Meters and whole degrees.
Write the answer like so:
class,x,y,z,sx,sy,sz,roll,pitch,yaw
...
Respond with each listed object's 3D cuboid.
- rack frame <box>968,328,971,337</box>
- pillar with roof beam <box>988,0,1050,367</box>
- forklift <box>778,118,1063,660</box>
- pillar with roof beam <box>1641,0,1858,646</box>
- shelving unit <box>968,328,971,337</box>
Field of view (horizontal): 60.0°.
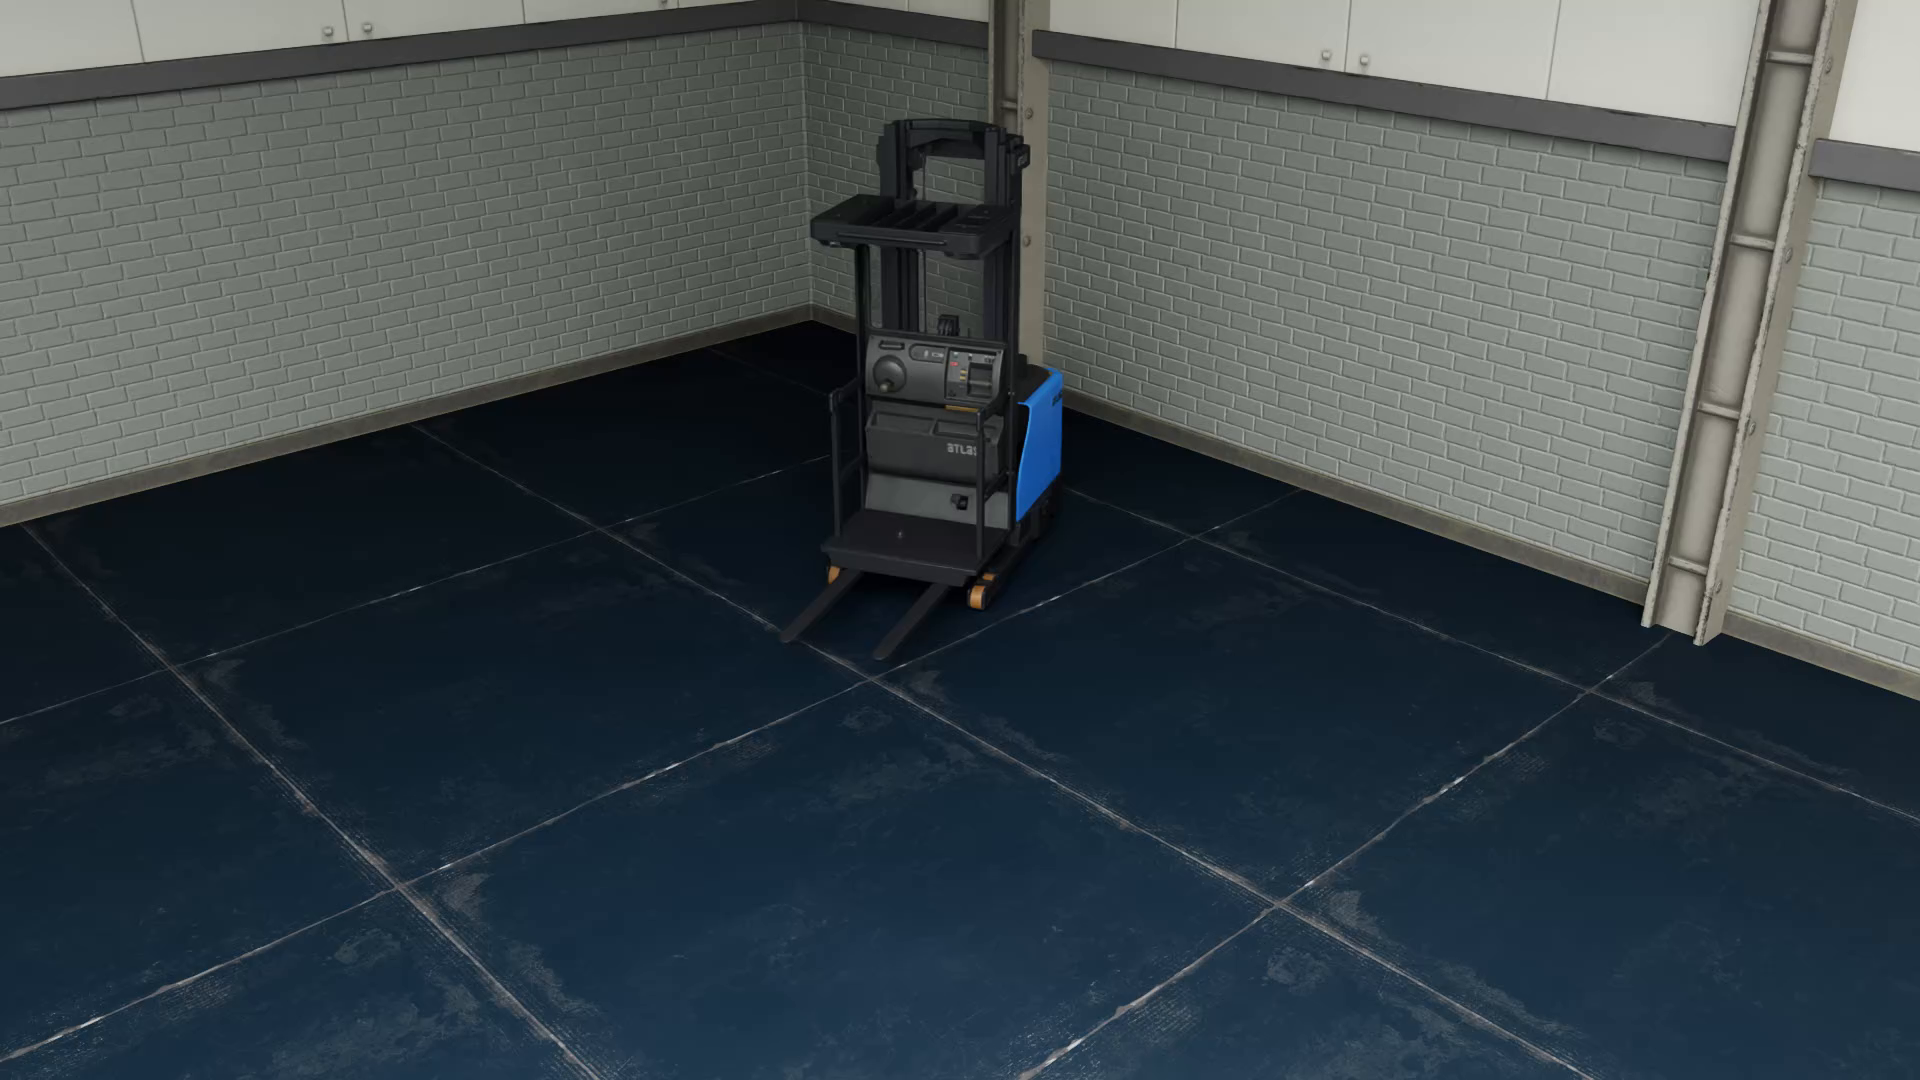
class,x,y,z,sx,sy,sz,roll,pitch,yaw
rack frame,0.008,-0.981,12.454,0.015,1.200,0.240,16,29,31
pillar with roof beam,-2.673,-4.136,9.973,9.100,9.000,0.400,-21,32,-38
forklift,-0.241,-1.072,10.568,1.130,2.935,3.031,9,26,19
pillar with roof beam,1.428,-2.318,5.989,9.100,9.000,0.400,-21,32,-38
shelving unit,-0.192,-1.039,12.581,0.503,1.200,0.258,16,29,31
